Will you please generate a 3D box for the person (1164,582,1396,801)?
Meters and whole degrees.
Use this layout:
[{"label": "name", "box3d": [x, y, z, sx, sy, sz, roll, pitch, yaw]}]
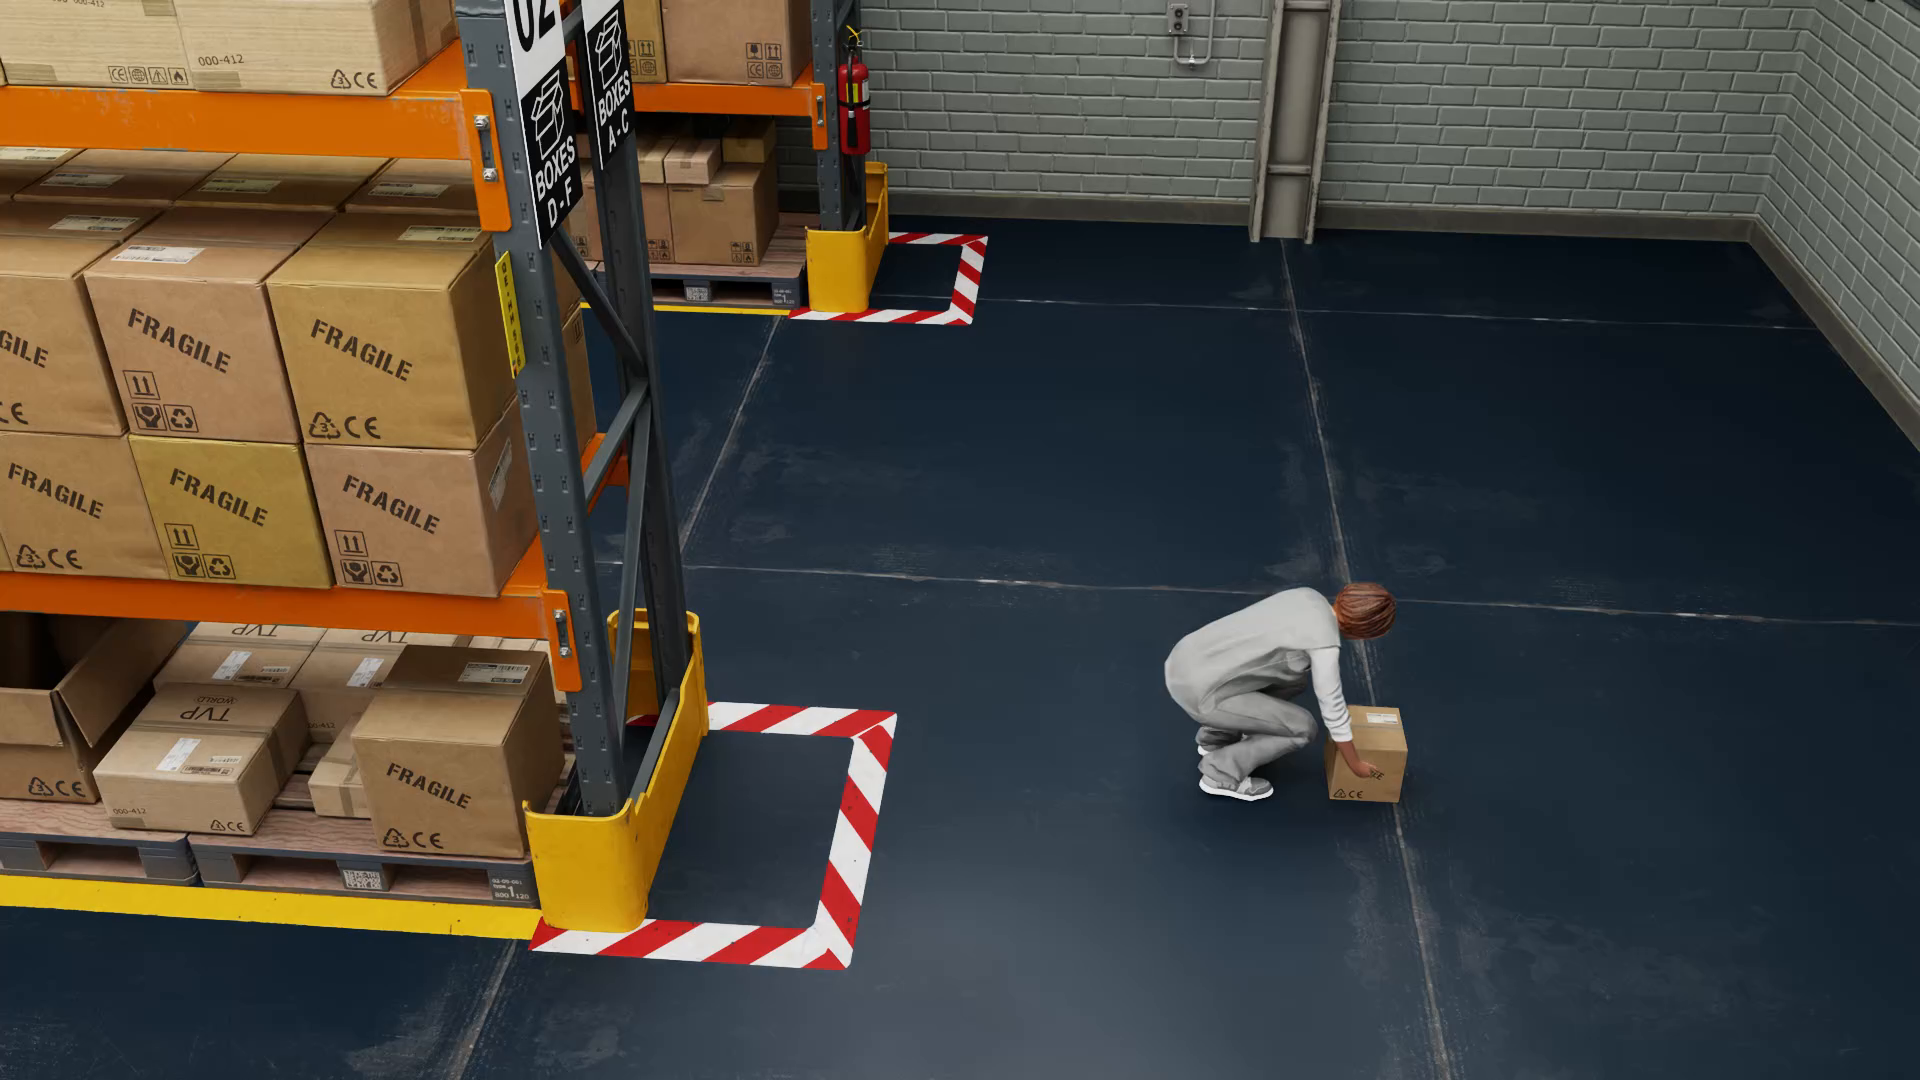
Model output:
[{"label": "person", "box3d": [1.141, 0.525, 6.039, 0.804, 0.829, 0.440, 2, 32, 4]}]
